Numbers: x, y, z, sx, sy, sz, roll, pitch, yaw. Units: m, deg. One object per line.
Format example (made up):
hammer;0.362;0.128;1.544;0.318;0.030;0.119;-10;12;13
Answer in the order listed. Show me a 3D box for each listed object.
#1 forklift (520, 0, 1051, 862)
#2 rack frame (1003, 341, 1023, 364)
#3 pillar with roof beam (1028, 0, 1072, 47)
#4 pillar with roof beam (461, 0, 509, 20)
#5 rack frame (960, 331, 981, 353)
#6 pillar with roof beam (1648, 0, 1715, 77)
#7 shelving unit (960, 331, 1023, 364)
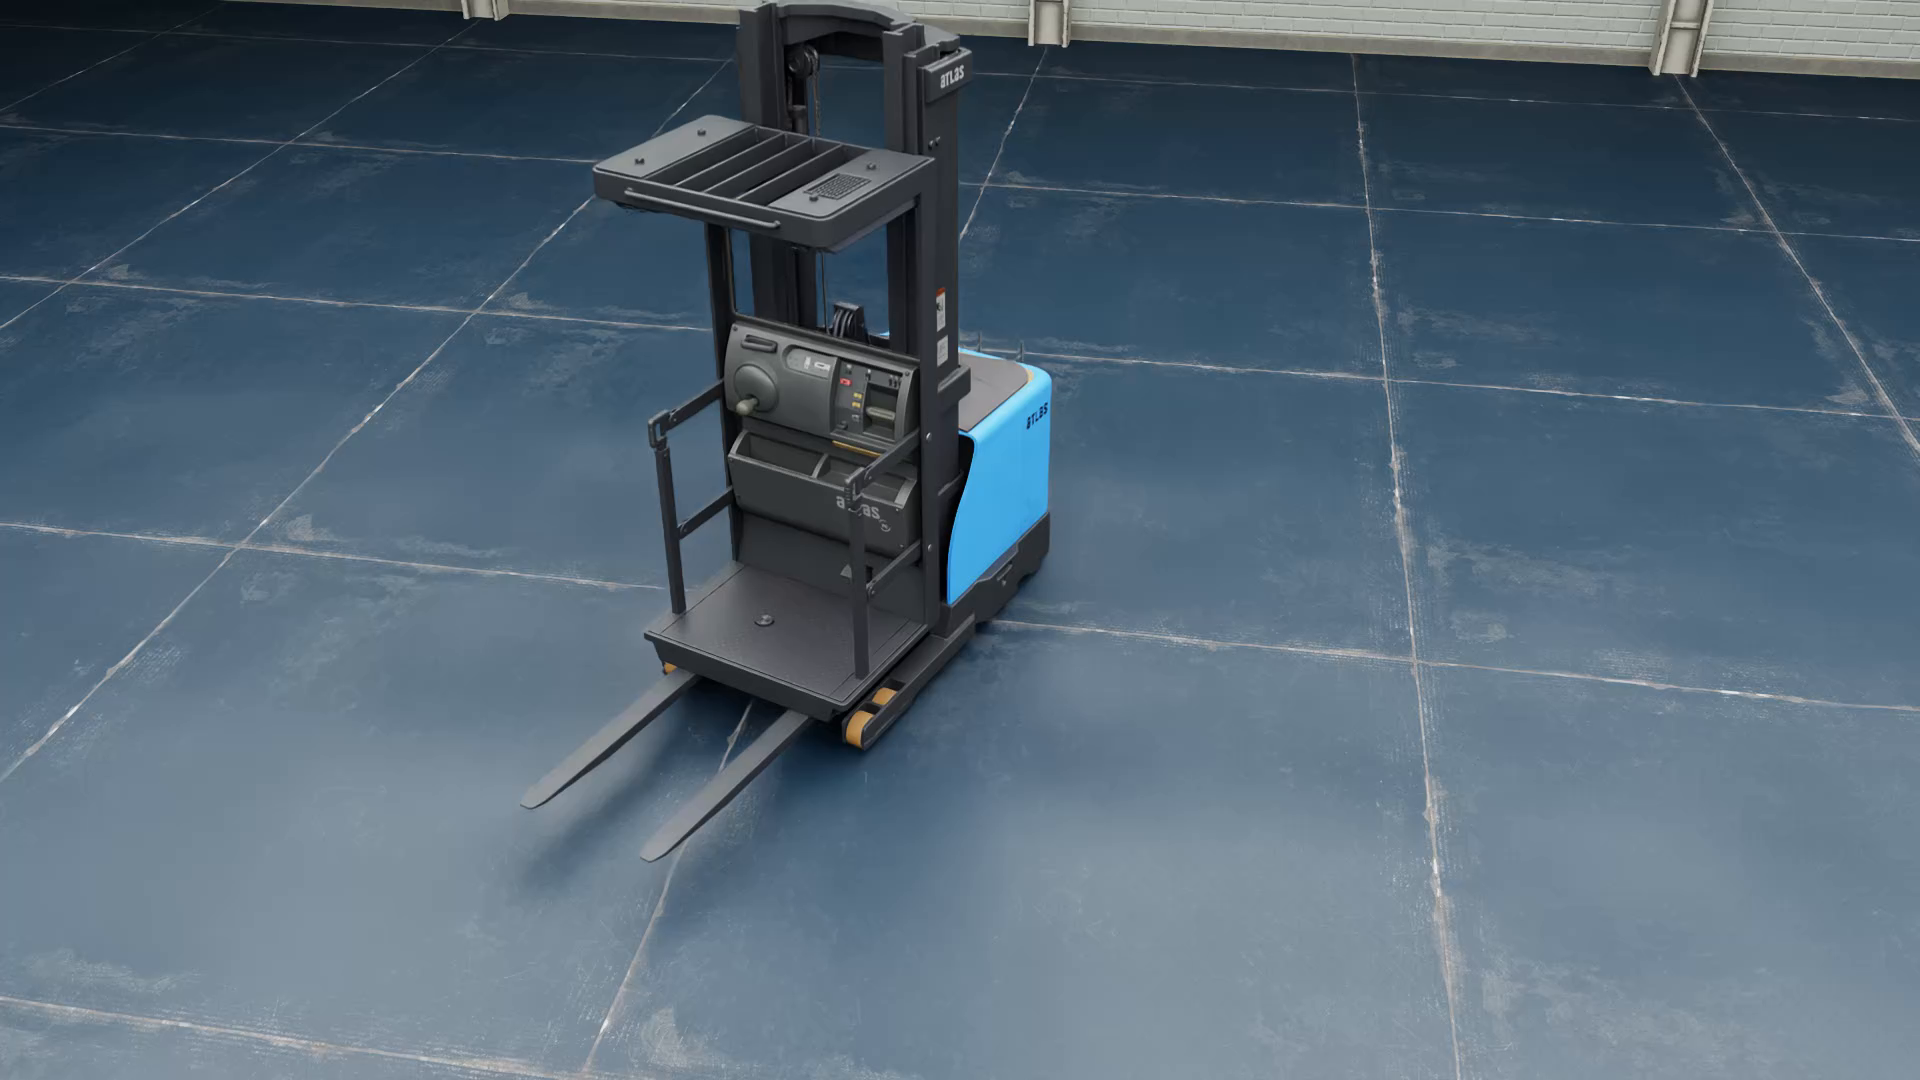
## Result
forklift;-0.715;-0.606;6.955;1.130;2.935;3.031;17;36;25
rack frame;0.266;-0.512;8.578;0.008;1.050;0.200;17;36;25
pillar with roof beam;0.177;-6.585;10.789;0.400;9.000;9.100;5;32;8
pillar with roof beam;-5.737;-7.121;11.645;0.400;9.000;9.100;5;32;8
rack frame;0.054;-0.576;8.681;0.008;1.050;0.200;17;36;25
pillar with roof beam;6.091;-6.050;9.934;0.400;9.000;9.100;5;32;8
shelving unit;0.160;-0.544;8.629;0.252;1.050;0.215;17;36;25
